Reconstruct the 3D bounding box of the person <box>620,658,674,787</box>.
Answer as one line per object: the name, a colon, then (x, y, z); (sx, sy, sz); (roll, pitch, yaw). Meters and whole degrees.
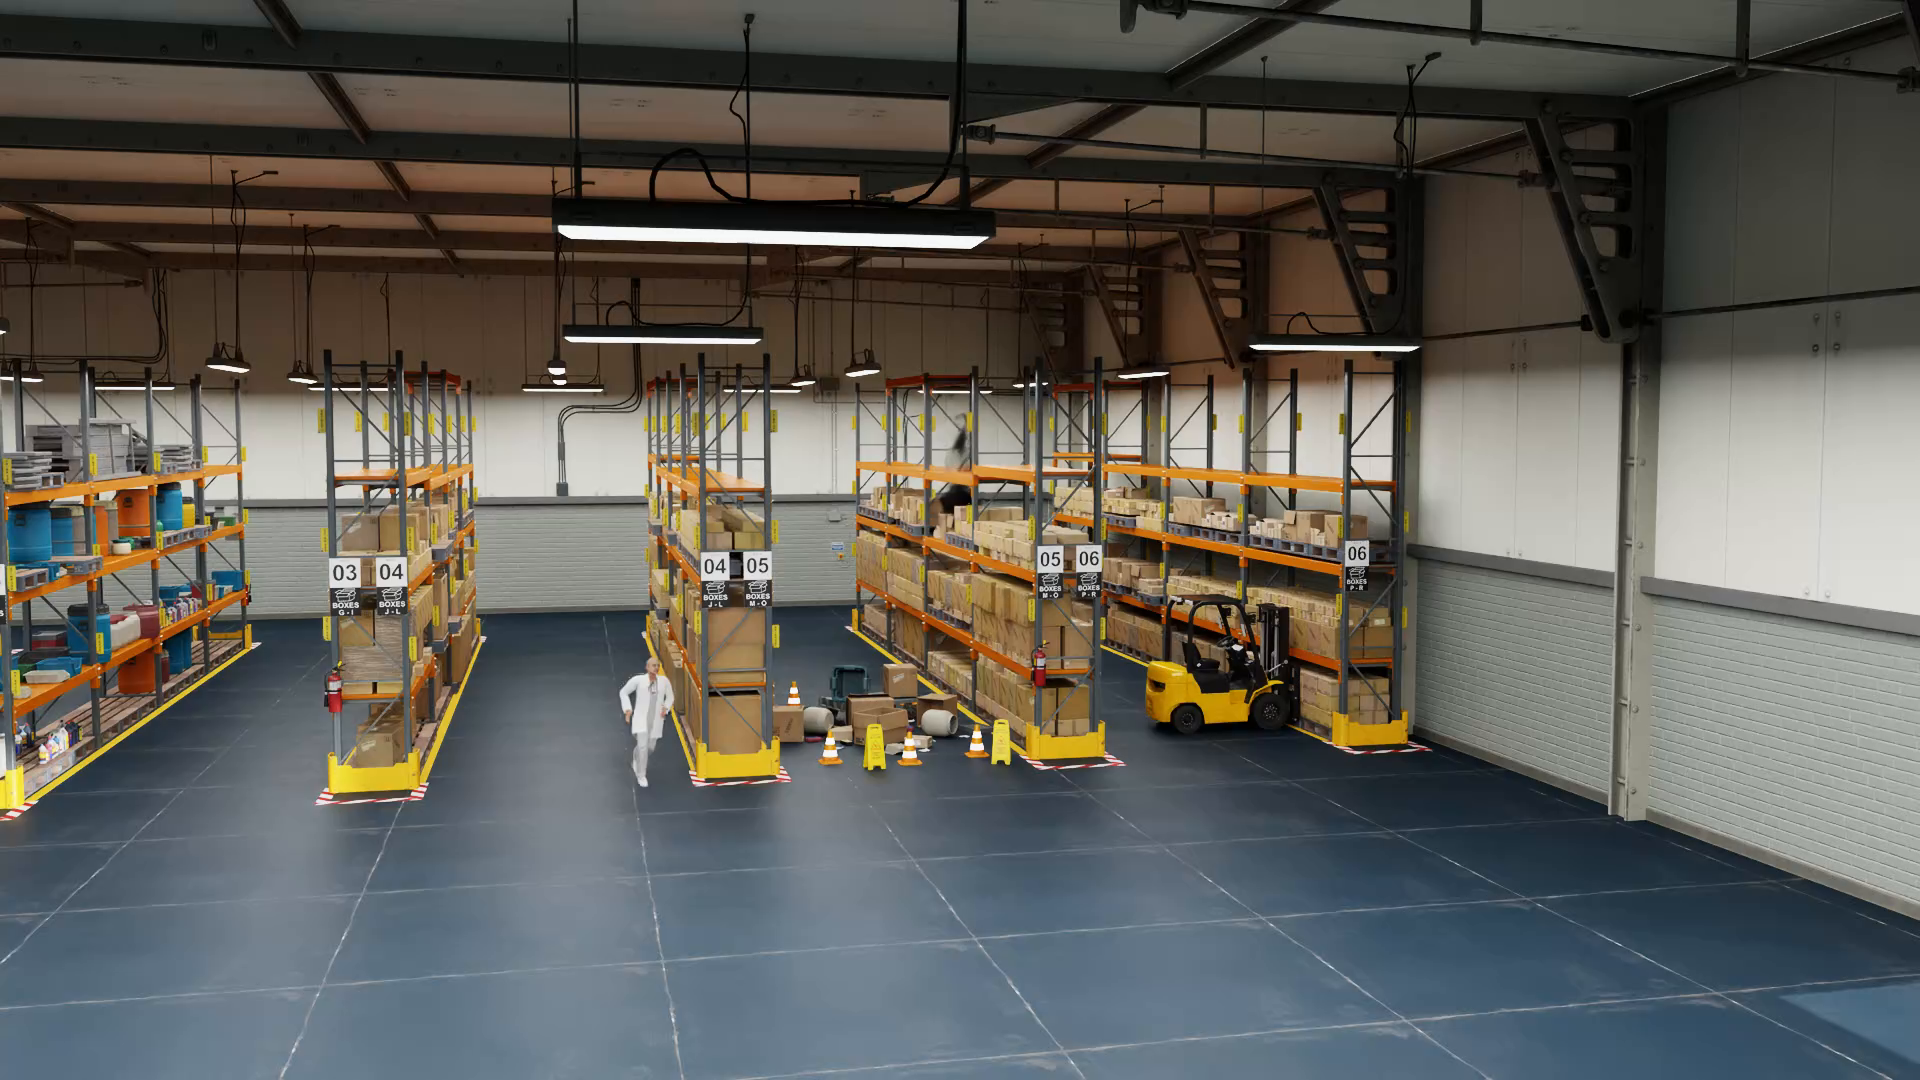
person: (-4.385, 2.528, 23.371); (0.756, 1.763, 0.867); (-2, 4, -27)
